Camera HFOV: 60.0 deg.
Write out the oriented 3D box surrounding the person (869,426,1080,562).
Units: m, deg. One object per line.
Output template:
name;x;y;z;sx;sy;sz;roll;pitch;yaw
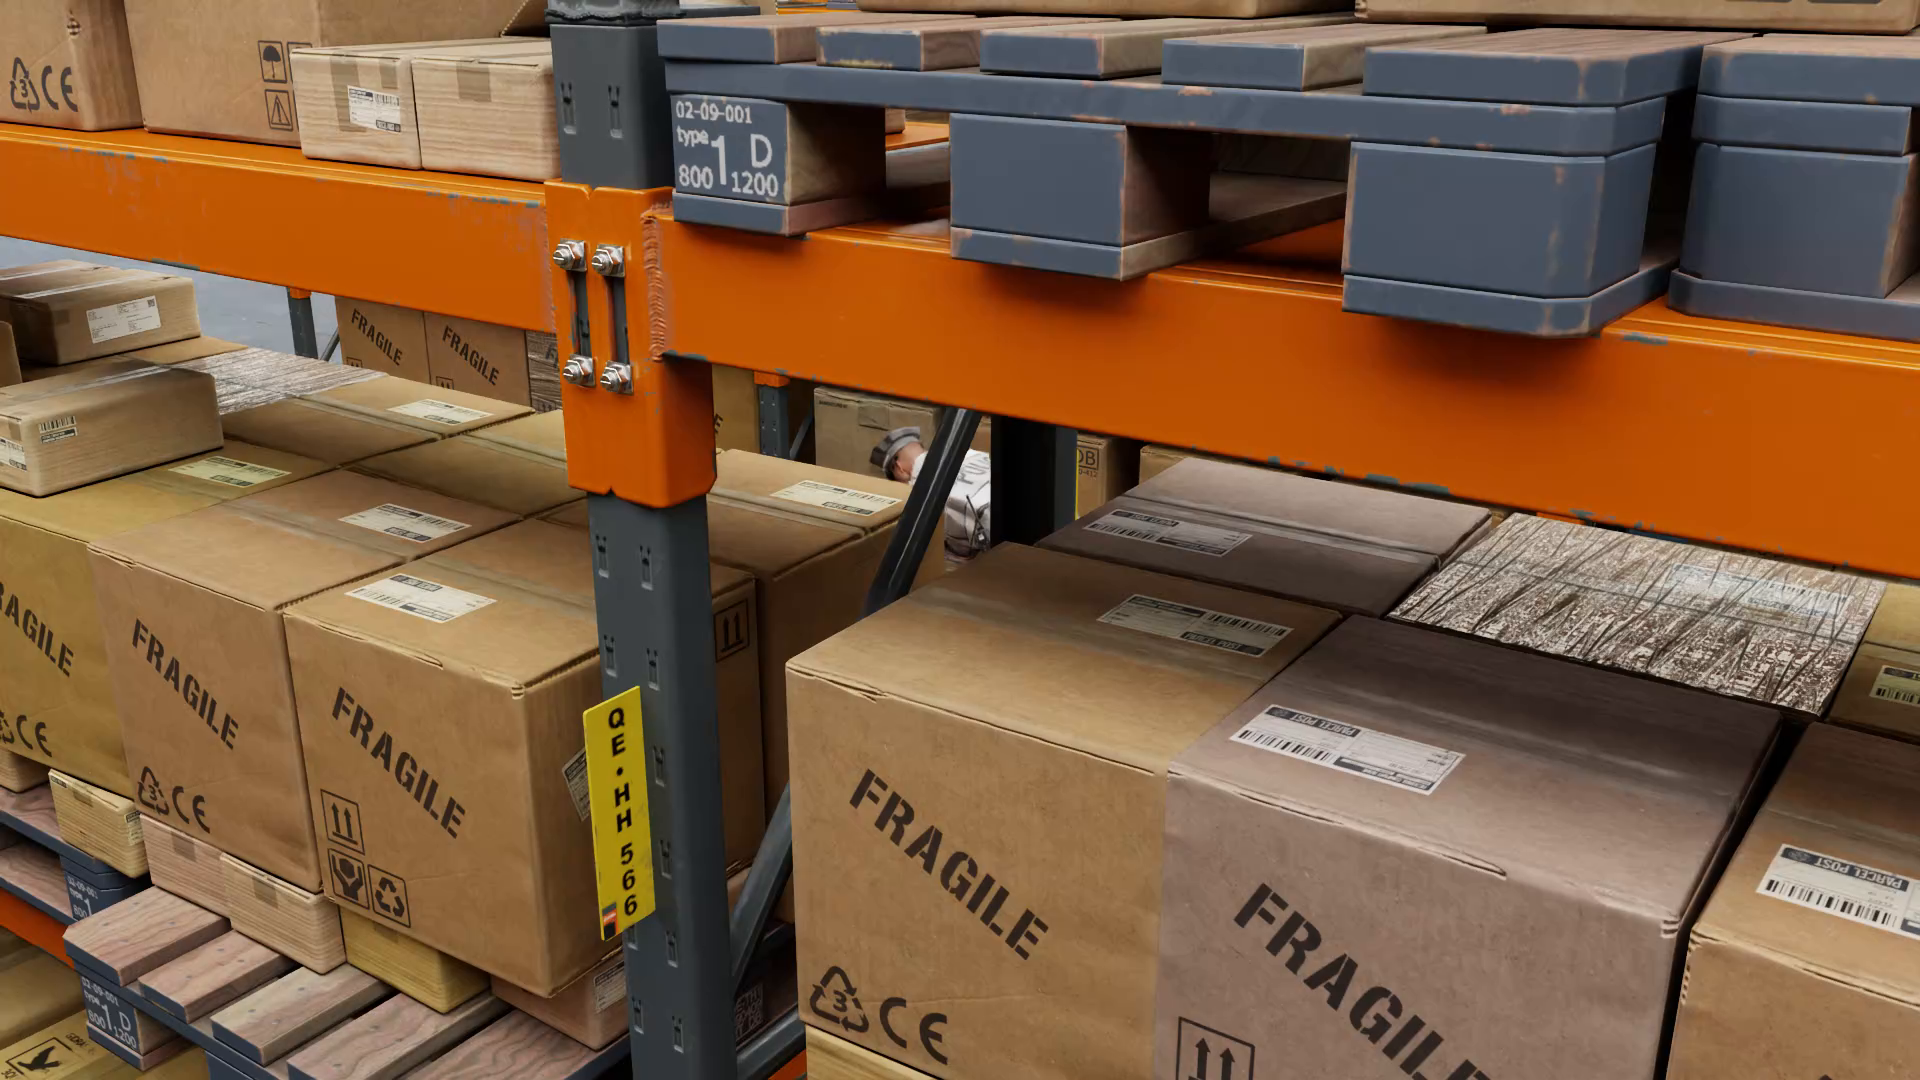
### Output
person;0.037;0.175;6.903;1.038;1.196;0.490;18;27;42
